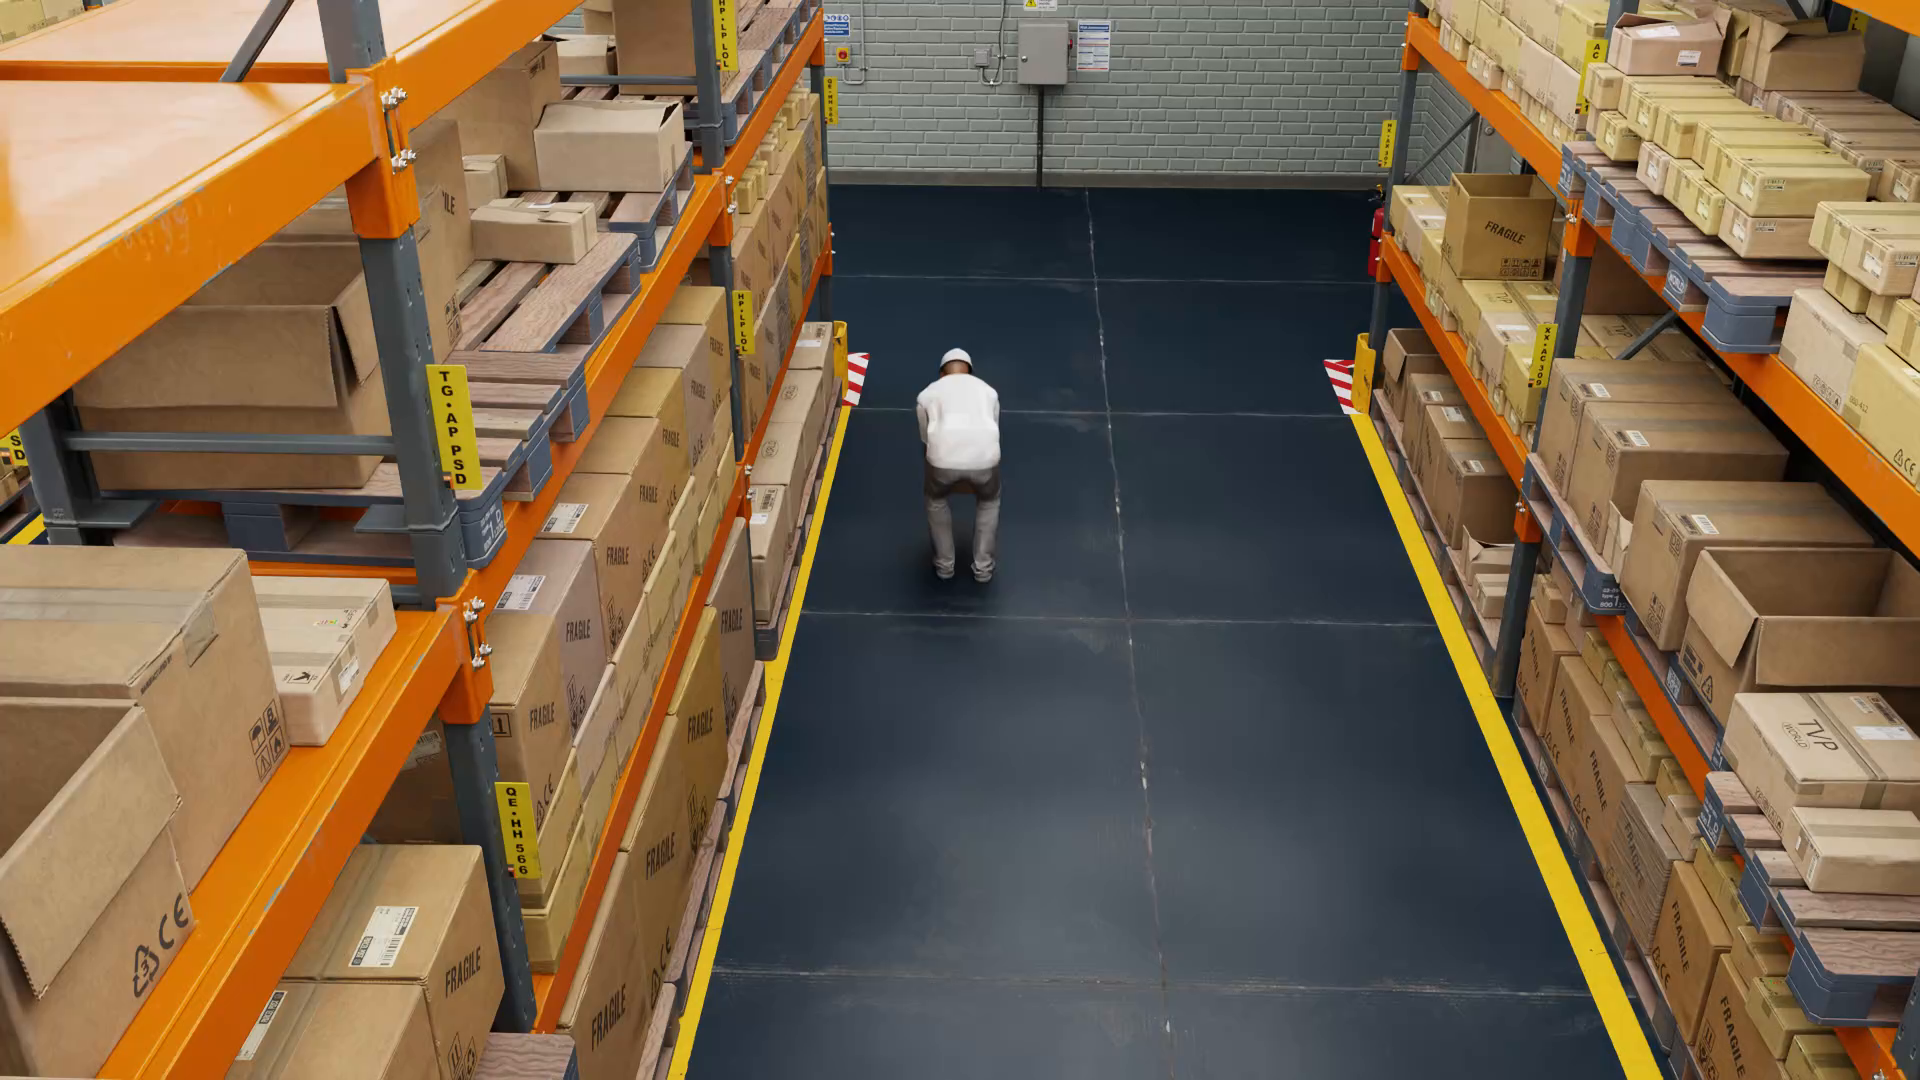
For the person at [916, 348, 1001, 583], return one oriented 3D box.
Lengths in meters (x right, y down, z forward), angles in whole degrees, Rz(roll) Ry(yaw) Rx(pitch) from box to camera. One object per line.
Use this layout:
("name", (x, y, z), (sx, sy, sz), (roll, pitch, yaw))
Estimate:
("person", (-0.008, -0.439, 9.997), (0.500, 1.232, 0.945), (-1, 28, -2))
